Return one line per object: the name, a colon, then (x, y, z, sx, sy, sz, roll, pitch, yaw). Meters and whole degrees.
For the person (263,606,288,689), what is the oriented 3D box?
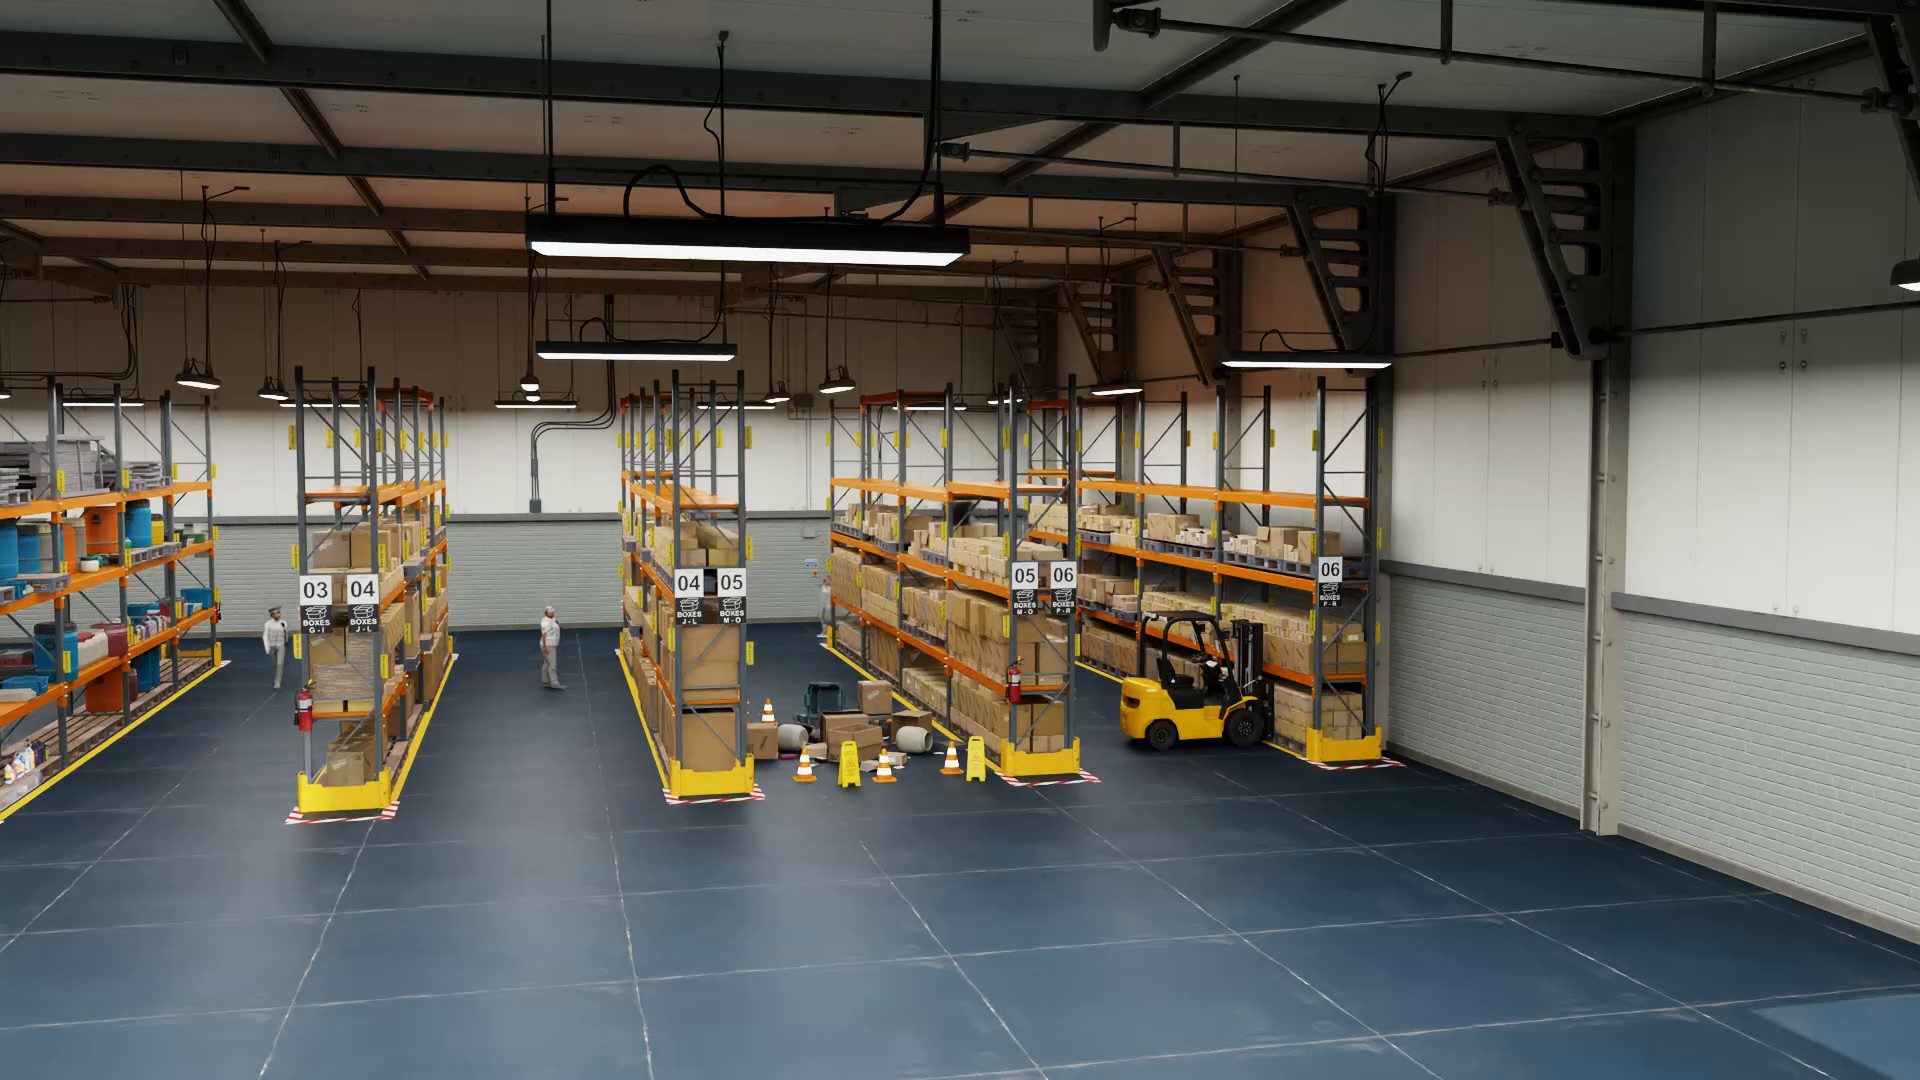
person: (-13.896, 2.159, 33.771, 0.440, 1.643, 0.948, -1, 3, -10)

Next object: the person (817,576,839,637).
person: (-3.323, 1.685, 42.235, 0.662, 1.563, 0.417, -2, 4, -24)

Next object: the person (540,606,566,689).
person: (-8.241, 2.162, 33.724, 0.536, 1.664, 0.516, 0, 3, -4)

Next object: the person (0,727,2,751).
person: (-15.221, 2.618, 26.052, 0.569, 1.724, 0.368, -2, 4, -30)
